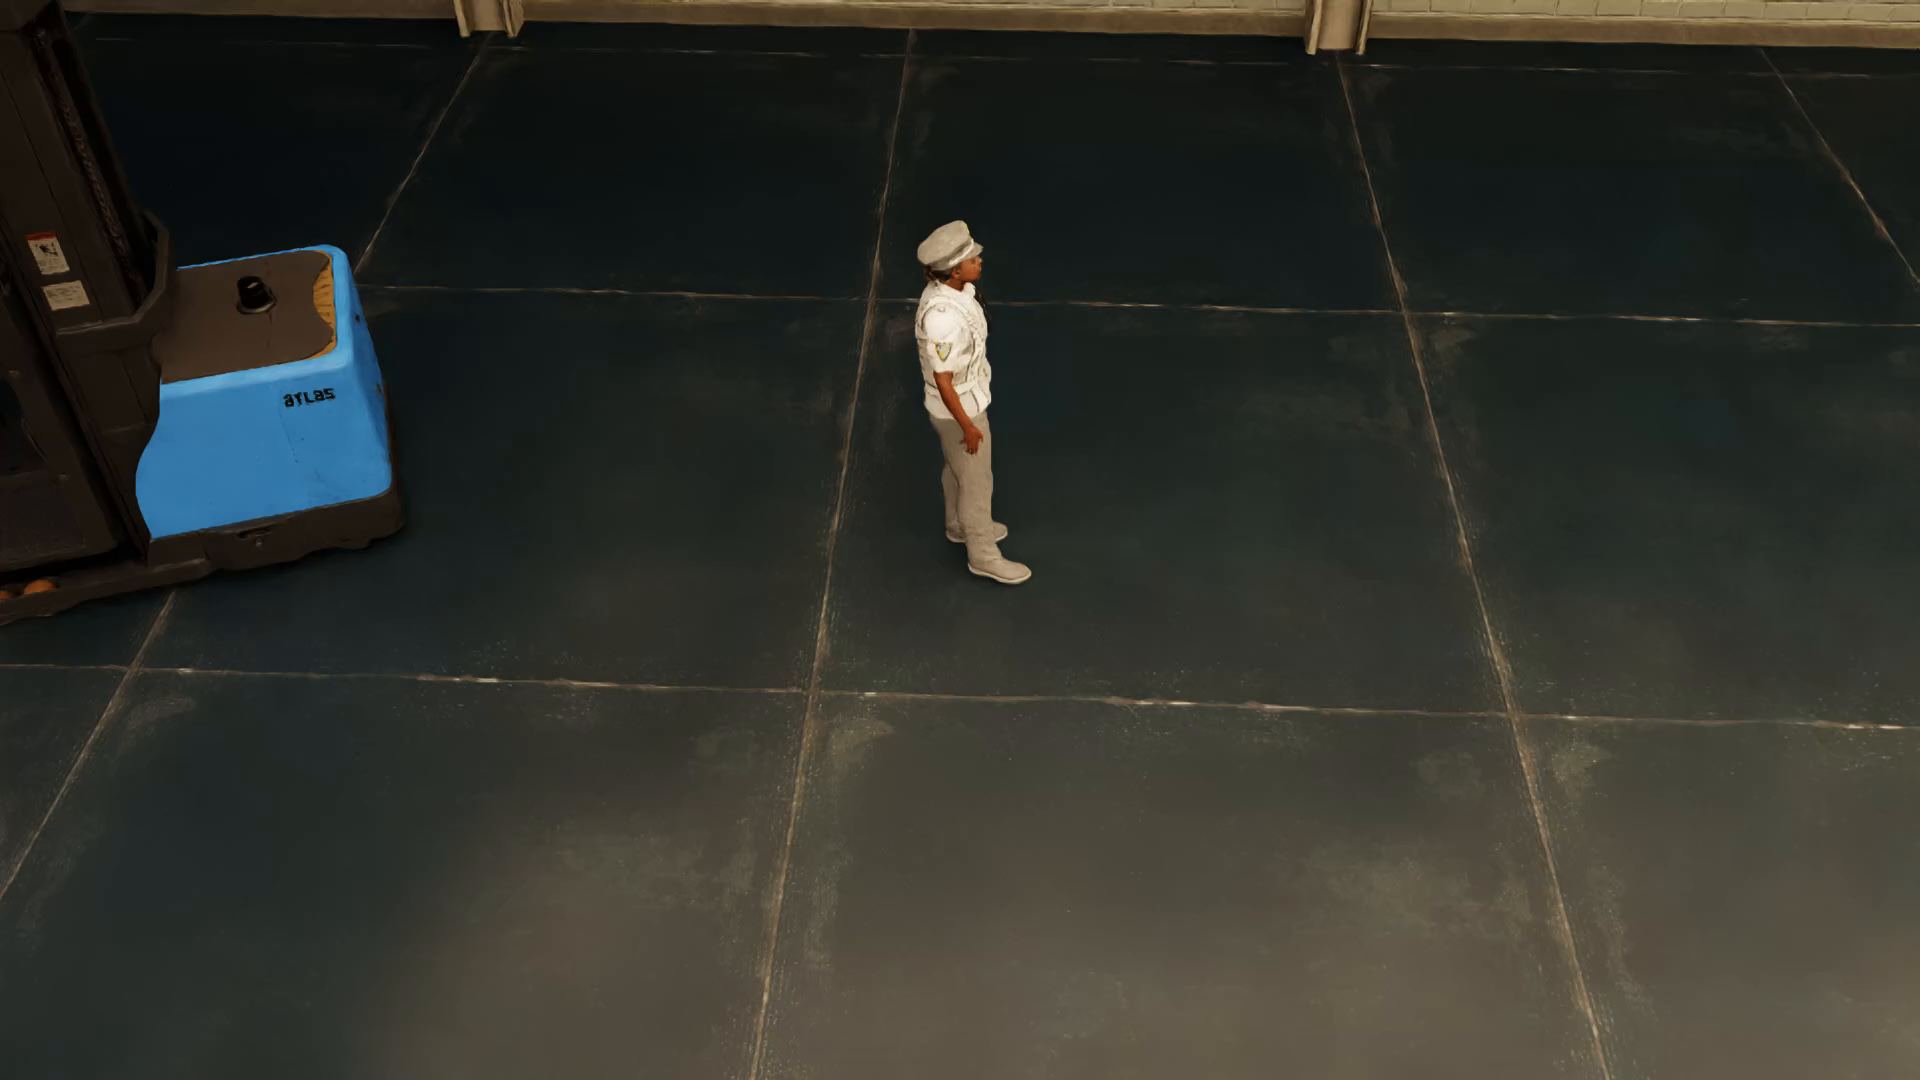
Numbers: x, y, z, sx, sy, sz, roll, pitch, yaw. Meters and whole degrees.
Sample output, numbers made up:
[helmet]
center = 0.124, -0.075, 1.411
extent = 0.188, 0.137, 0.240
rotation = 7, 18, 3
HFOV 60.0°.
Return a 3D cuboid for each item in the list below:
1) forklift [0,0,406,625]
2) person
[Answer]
[forklift]
center = -4.209, -1.097, 6.944
extent = 3.031, 2.935, 1.130
rotation = -12, 44, -13
[person]
center = 0.074, -0.616, 7.323
extent = 0.529, 1.695, 0.570
rotation = 2, 42, 2
